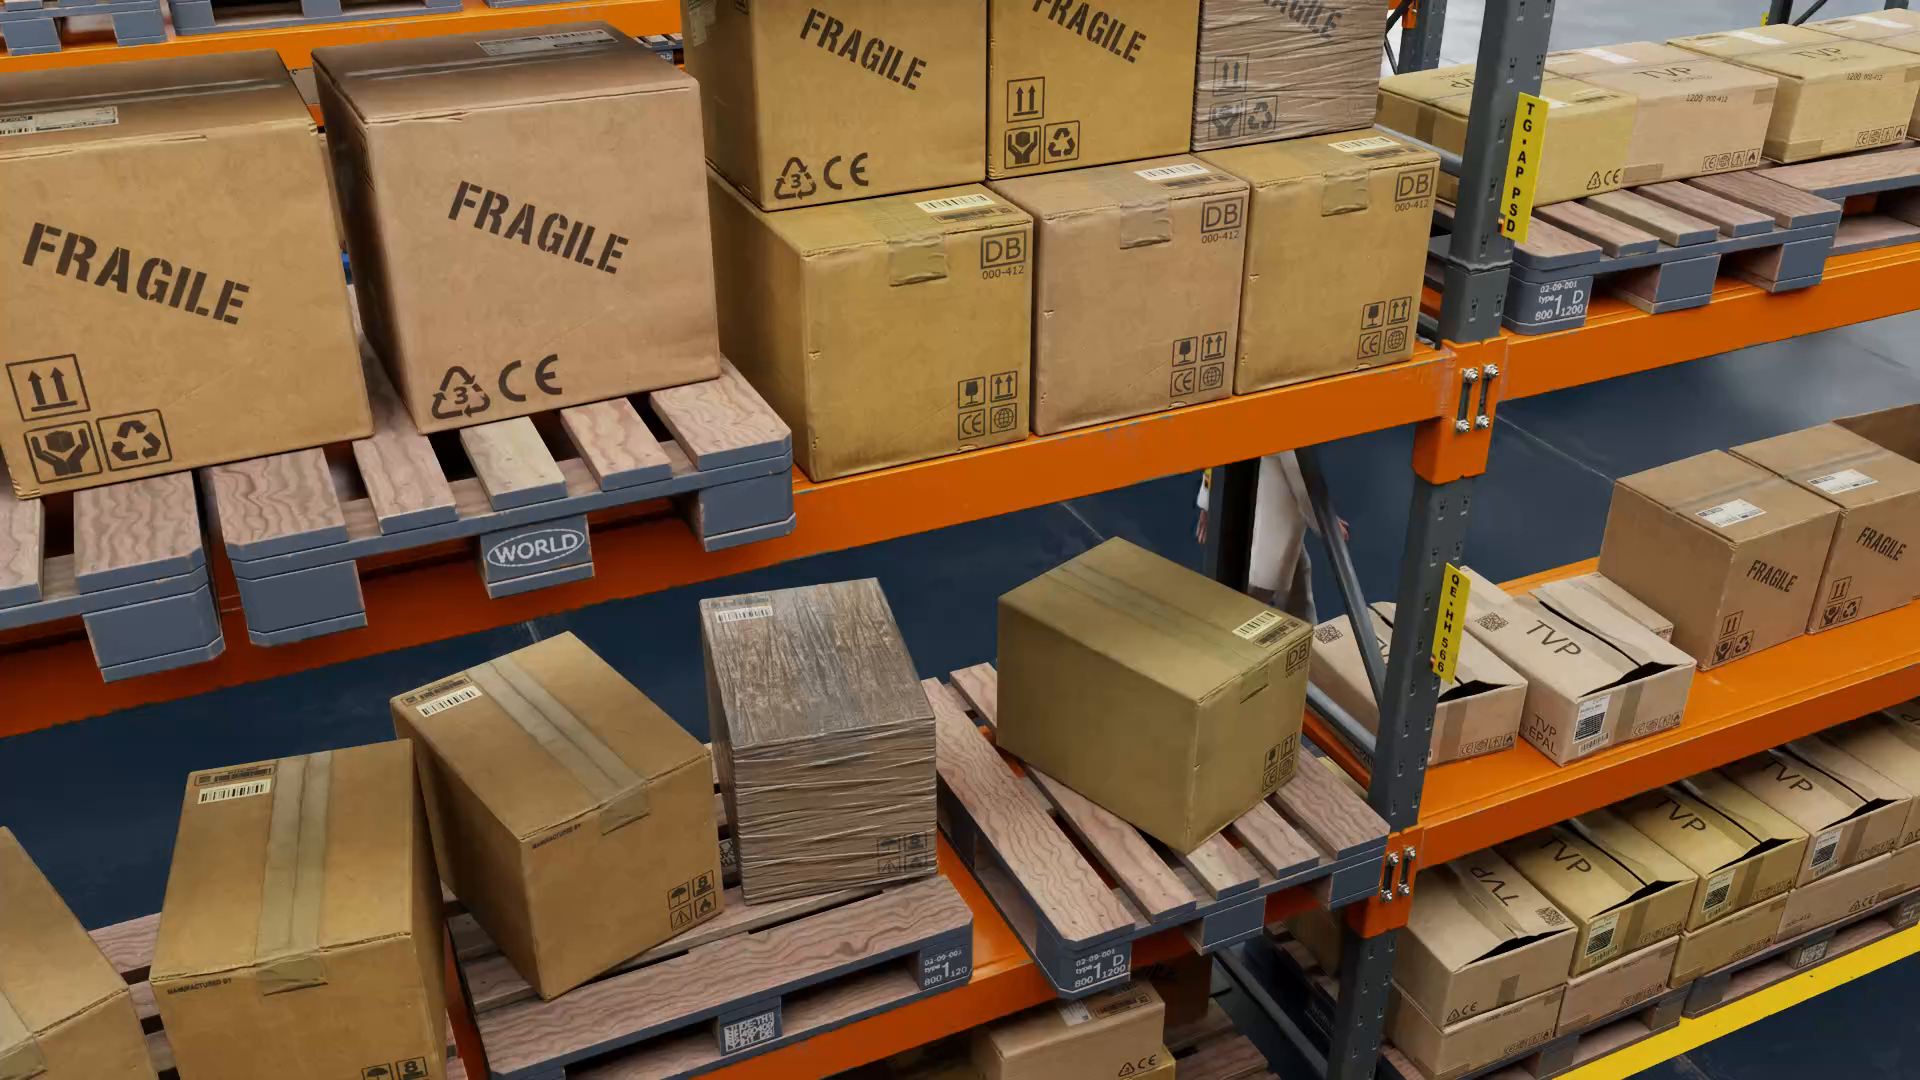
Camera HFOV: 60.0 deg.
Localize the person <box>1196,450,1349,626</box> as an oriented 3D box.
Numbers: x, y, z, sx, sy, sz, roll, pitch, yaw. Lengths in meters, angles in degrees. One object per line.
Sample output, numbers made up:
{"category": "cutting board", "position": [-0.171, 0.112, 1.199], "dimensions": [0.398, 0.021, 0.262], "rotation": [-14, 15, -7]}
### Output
{"category": "person", "position": [1.359, -0.092, 7.316], "dimensions": [1.138, 1.726, 0.586], "rotation": [-10, 31, -17]}
